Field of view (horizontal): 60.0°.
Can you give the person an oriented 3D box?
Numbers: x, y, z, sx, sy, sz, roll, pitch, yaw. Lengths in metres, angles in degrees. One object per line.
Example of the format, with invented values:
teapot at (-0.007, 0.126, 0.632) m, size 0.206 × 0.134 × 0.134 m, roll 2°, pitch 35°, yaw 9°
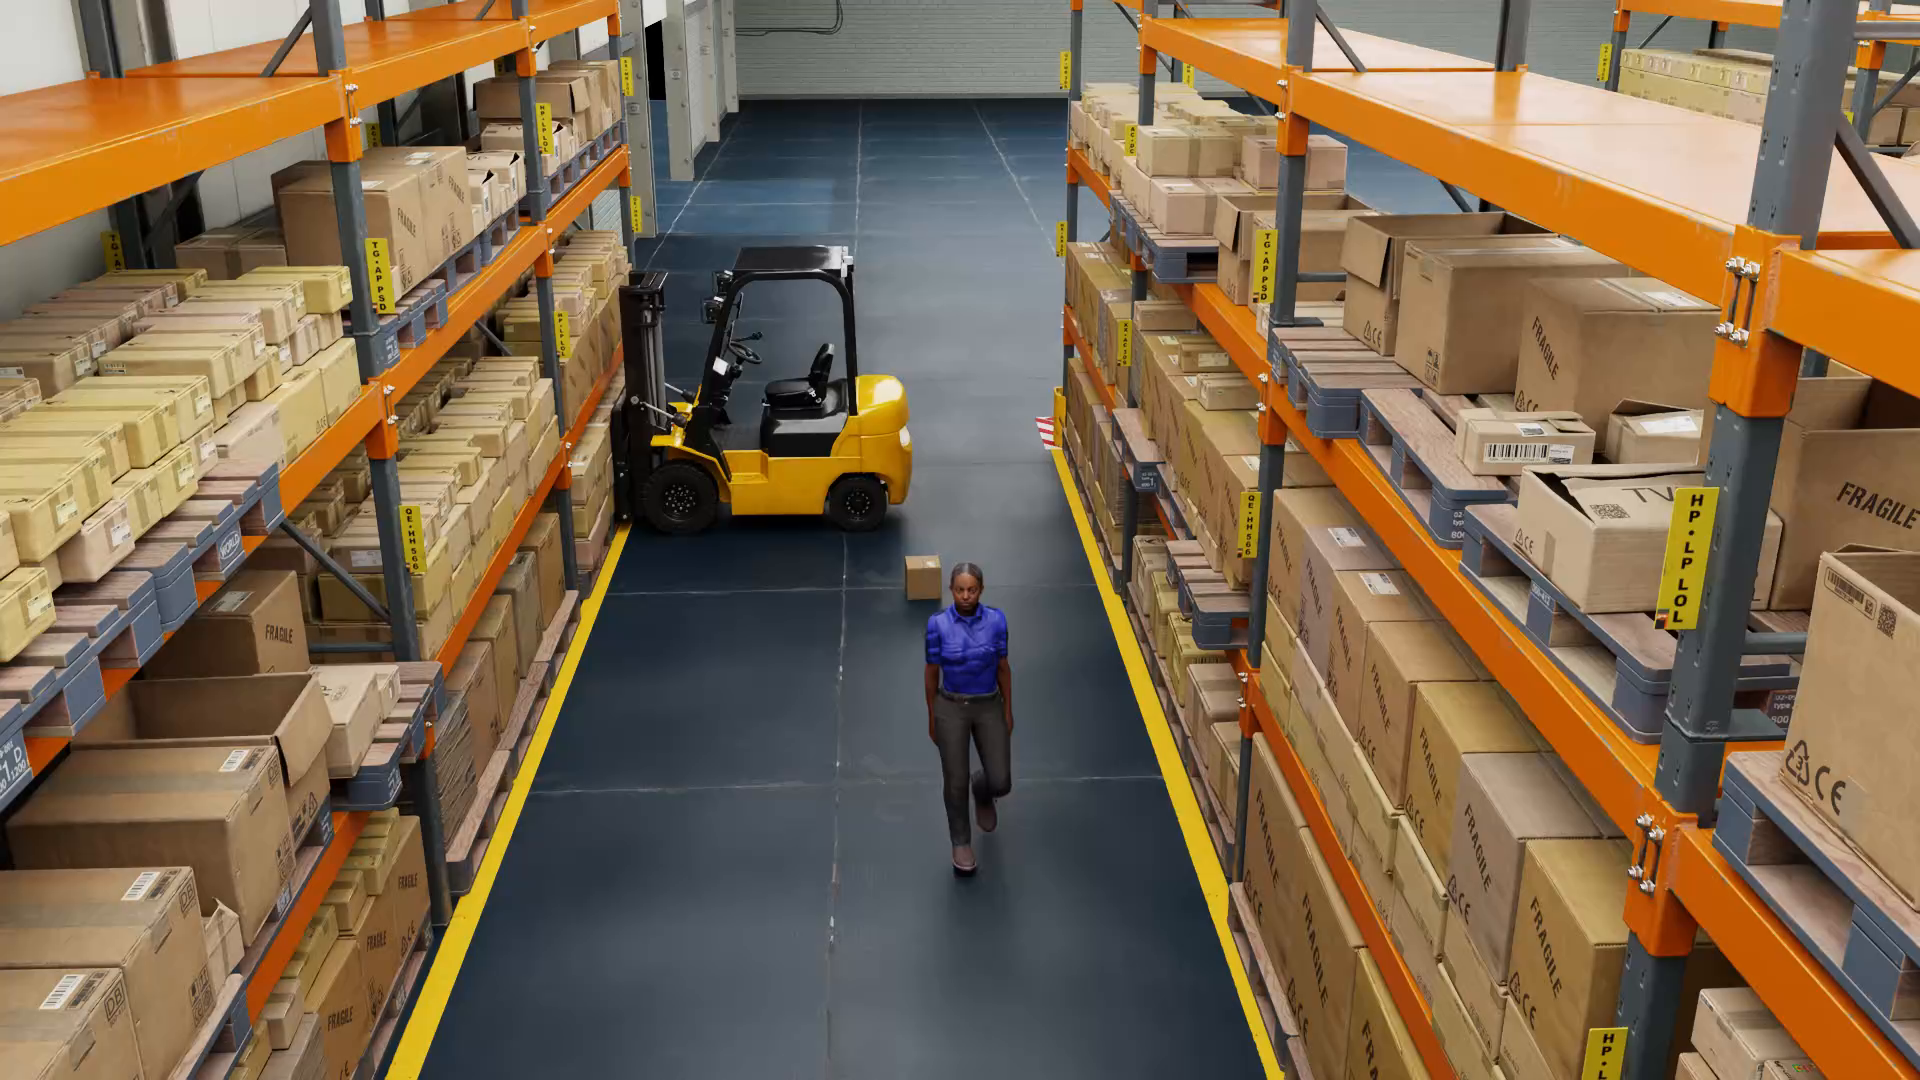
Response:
person at (0.046, 0.886, 8.643) m, size 0.465 × 1.646 × 0.499 m, roll -3°, pitch 21°, yaw -7°
